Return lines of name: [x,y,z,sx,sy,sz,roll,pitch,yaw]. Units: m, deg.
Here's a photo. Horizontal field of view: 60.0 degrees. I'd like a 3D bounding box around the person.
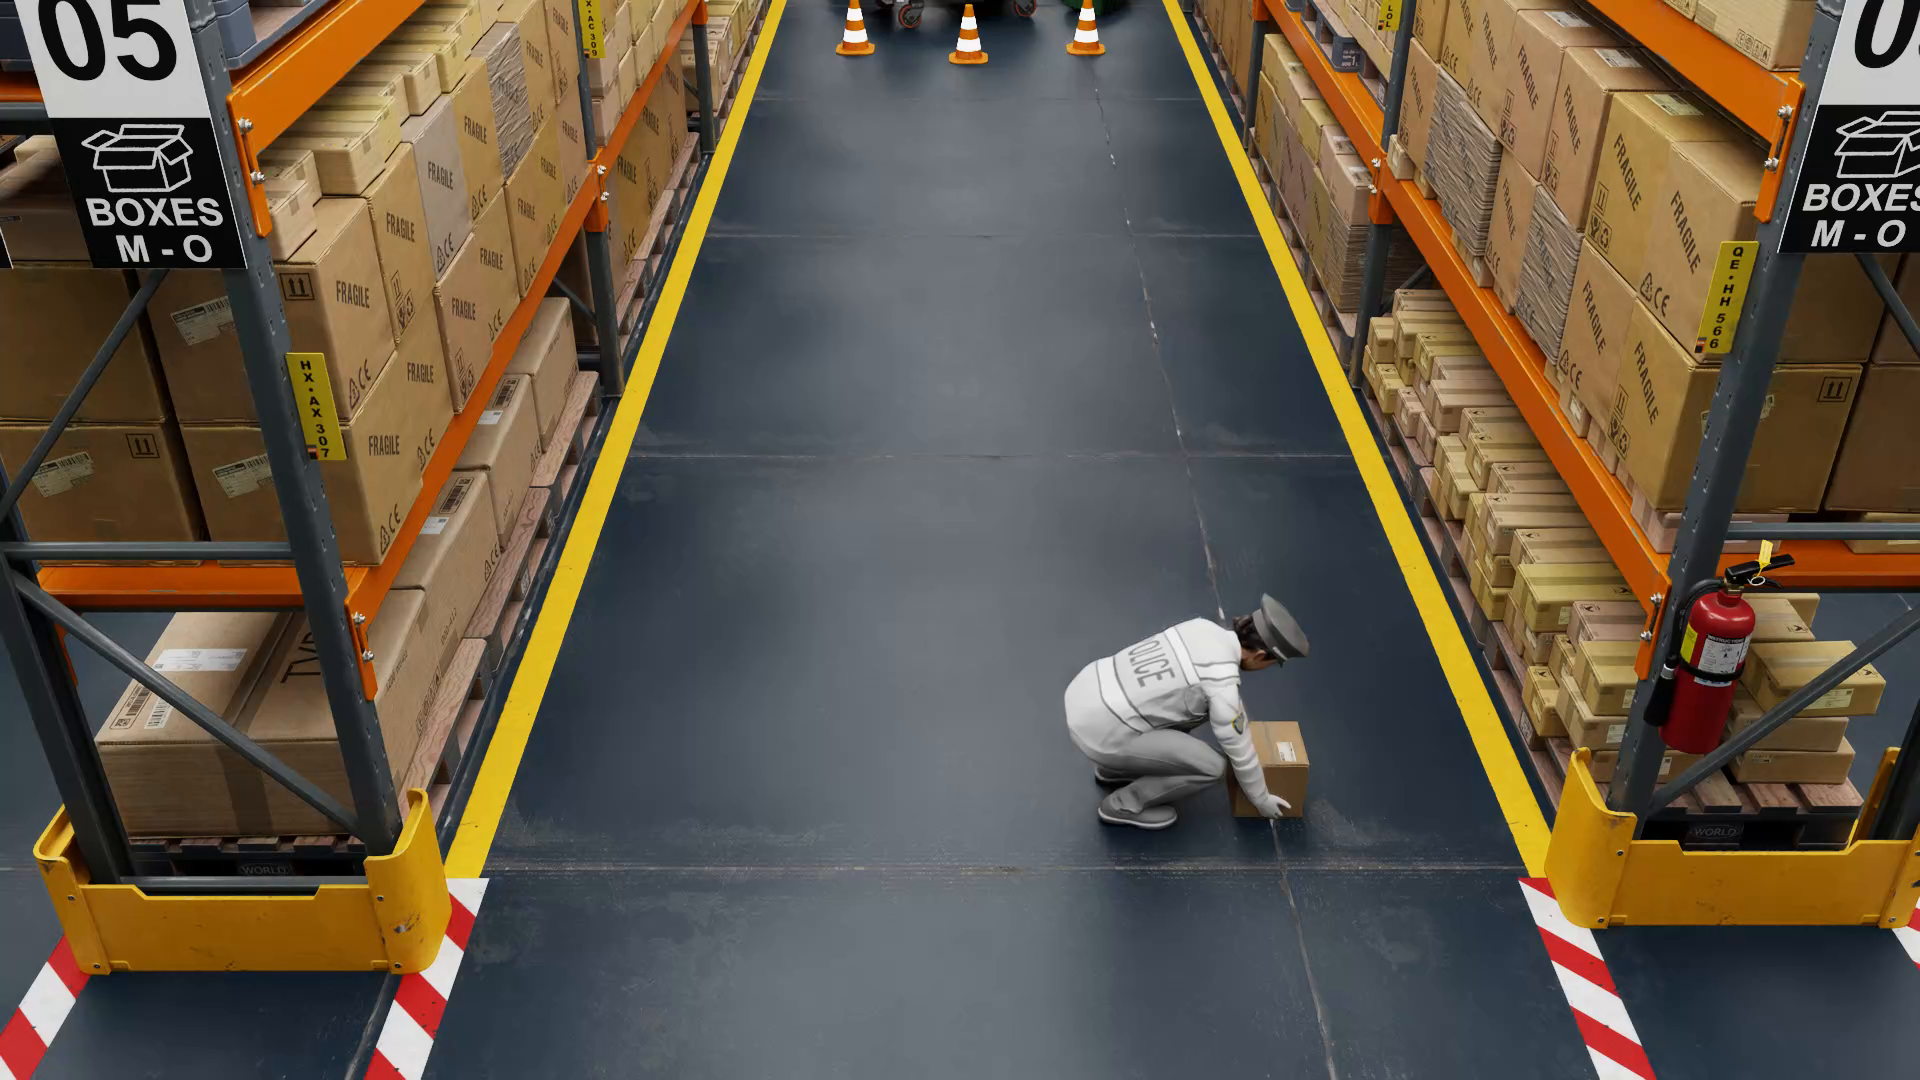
person: [0.807,0.609,5.965,0.863,0.849,0.478,0,32,0]
